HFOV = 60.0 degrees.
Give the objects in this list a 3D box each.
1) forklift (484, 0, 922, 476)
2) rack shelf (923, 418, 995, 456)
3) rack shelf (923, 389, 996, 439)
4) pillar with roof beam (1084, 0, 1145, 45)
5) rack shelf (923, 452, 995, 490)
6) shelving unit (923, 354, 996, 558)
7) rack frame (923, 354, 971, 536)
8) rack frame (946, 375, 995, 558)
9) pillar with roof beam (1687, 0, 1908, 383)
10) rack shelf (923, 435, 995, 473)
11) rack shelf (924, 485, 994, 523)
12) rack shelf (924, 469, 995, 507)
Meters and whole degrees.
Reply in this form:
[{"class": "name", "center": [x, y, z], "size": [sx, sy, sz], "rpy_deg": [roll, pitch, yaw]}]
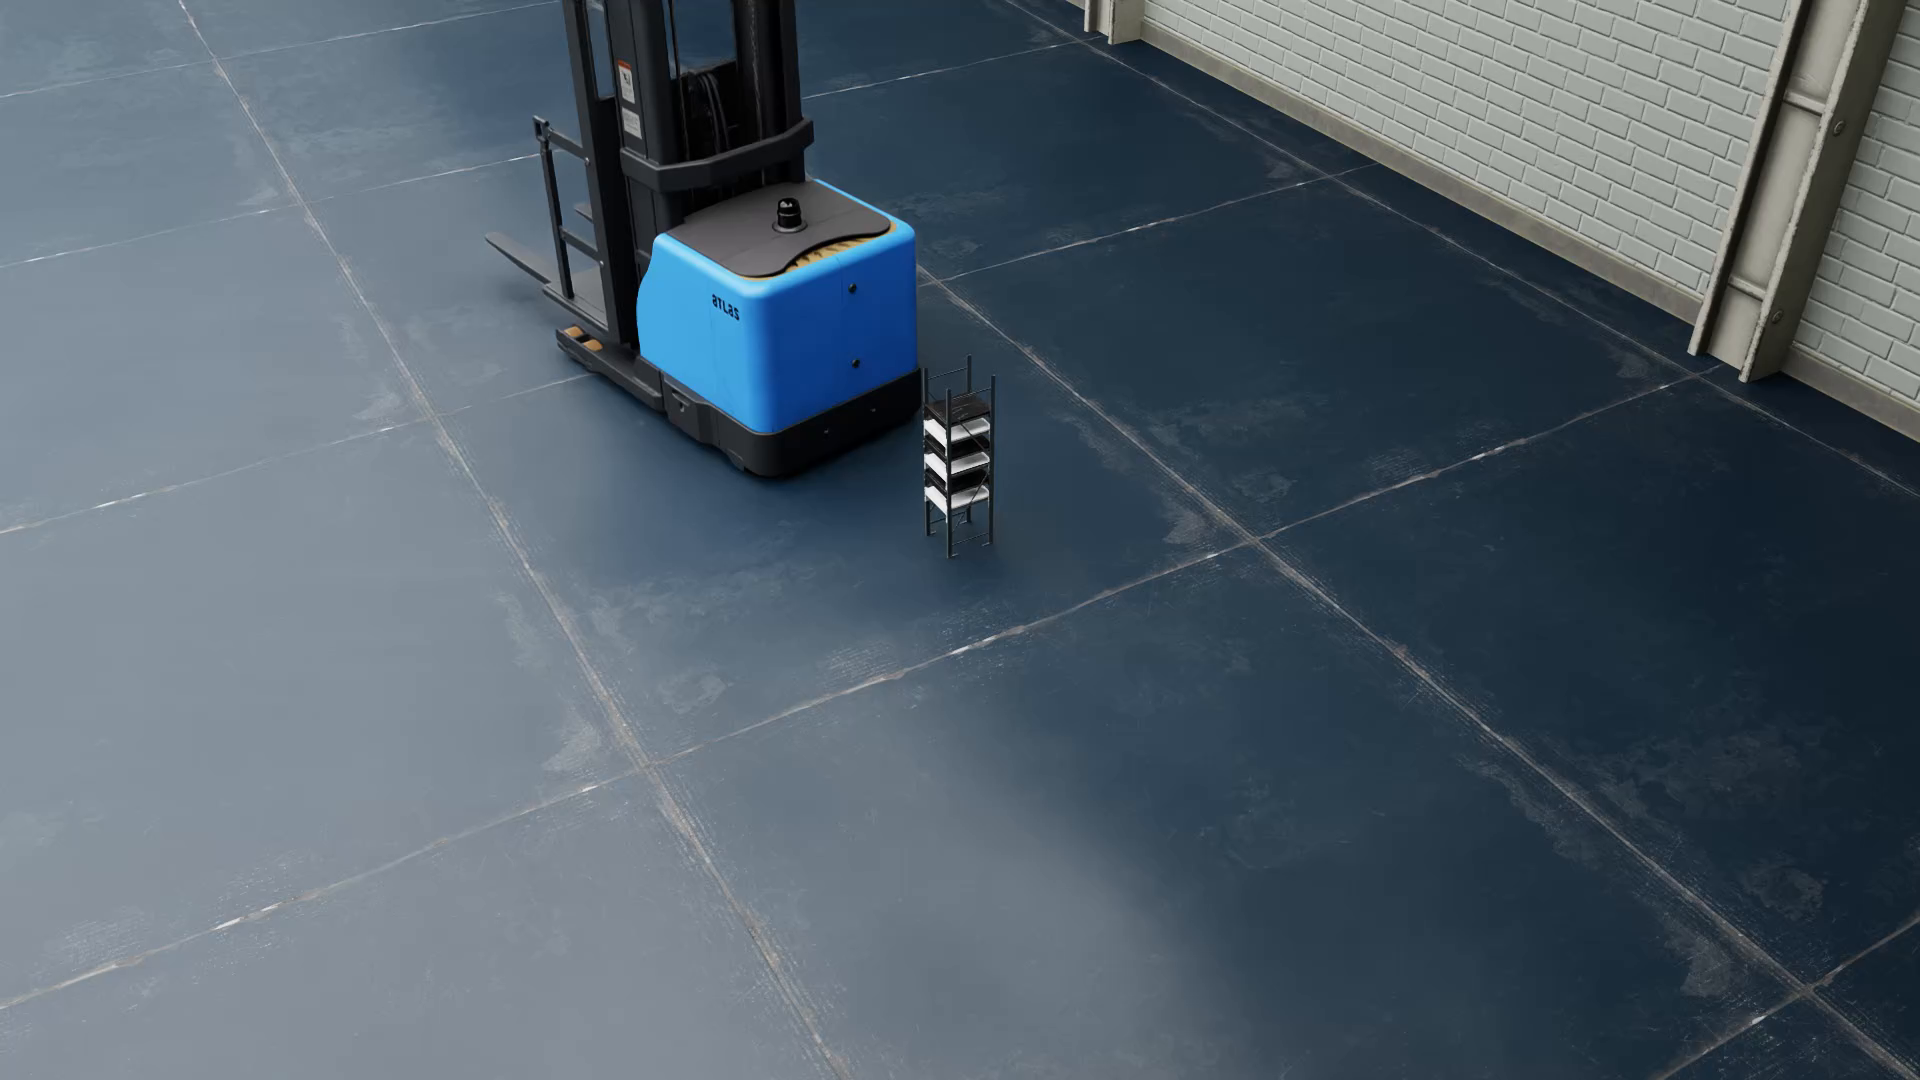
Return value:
[{"class": "forklift", "center": [-1.557, -2.278, 8.384], "size": [1.130, 2.935, 3.031], "rpy_deg": [-28, 45, -33]}, {"class": "rack shelf", "center": [-0.004, -0.486, 7.404], "size": [0.258, 0.077, 0.200], "rpy_deg": [-19, 40, -24]}, {"class": "rack shelf", "center": [-0.004, -0.559, 7.351], "size": [0.258, 0.077, 0.200], "rpy_deg": [-19, 40, -24]}, {"class": "pillar with roof beam", "center": [-2.496, -6.402, 8.886], "size": [9.100, 9.000, 0.400], "rpy_deg": [-19, 40, -24]}, {"class": "rack shelf", "center": [-0.004, -0.341, 7.510], "size": [0.258, 0.077, 0.200], "rpy_deg": [-19, 40, -24]}, {"class": "shelving unit", "center": [-0.004, -0.368, 7.490], "size": [0.258, 0.900, 0.210], "rpy_deg": [-19, 40, -24]}, {"class": "rack frame", "center": [-0.055, -0.419, 7.561], "size": [0.240, 0.900, 0.006], "rpy_deg": [-19, 40, -24]}, {"class": "rack frame", "center": [0.047, -0.316, 7.419], "size": [0.240, 0.900, 0.006], "rpy_deg": [-19, 40, -24]}, {"class": "pillar with roof beam", "center": [0.519, -3.342, 4.697], "size": [9.100, 9.000, 0.400], "rpy_deg": [-19, 40, -24]}, {"class": "rack shelf", "center": [-0.004, -0.413, 7.457], "size": [0.258, 0.077, 0.200], "rpy_deg": [-19, 40, -24]}, {"class": "rack shelf", "center": [-0.004, -0.195, 7.616], "size": [0.258, 0.077, 0.200], "rpy_deg": [-19, 40, -24]}, {"class": "rack shelf", "center": [-0.004, -0.268, 7.563], "size": [0.258, 0.077, 0.200], "rpy_deg": [-19, 40, -24]}]
